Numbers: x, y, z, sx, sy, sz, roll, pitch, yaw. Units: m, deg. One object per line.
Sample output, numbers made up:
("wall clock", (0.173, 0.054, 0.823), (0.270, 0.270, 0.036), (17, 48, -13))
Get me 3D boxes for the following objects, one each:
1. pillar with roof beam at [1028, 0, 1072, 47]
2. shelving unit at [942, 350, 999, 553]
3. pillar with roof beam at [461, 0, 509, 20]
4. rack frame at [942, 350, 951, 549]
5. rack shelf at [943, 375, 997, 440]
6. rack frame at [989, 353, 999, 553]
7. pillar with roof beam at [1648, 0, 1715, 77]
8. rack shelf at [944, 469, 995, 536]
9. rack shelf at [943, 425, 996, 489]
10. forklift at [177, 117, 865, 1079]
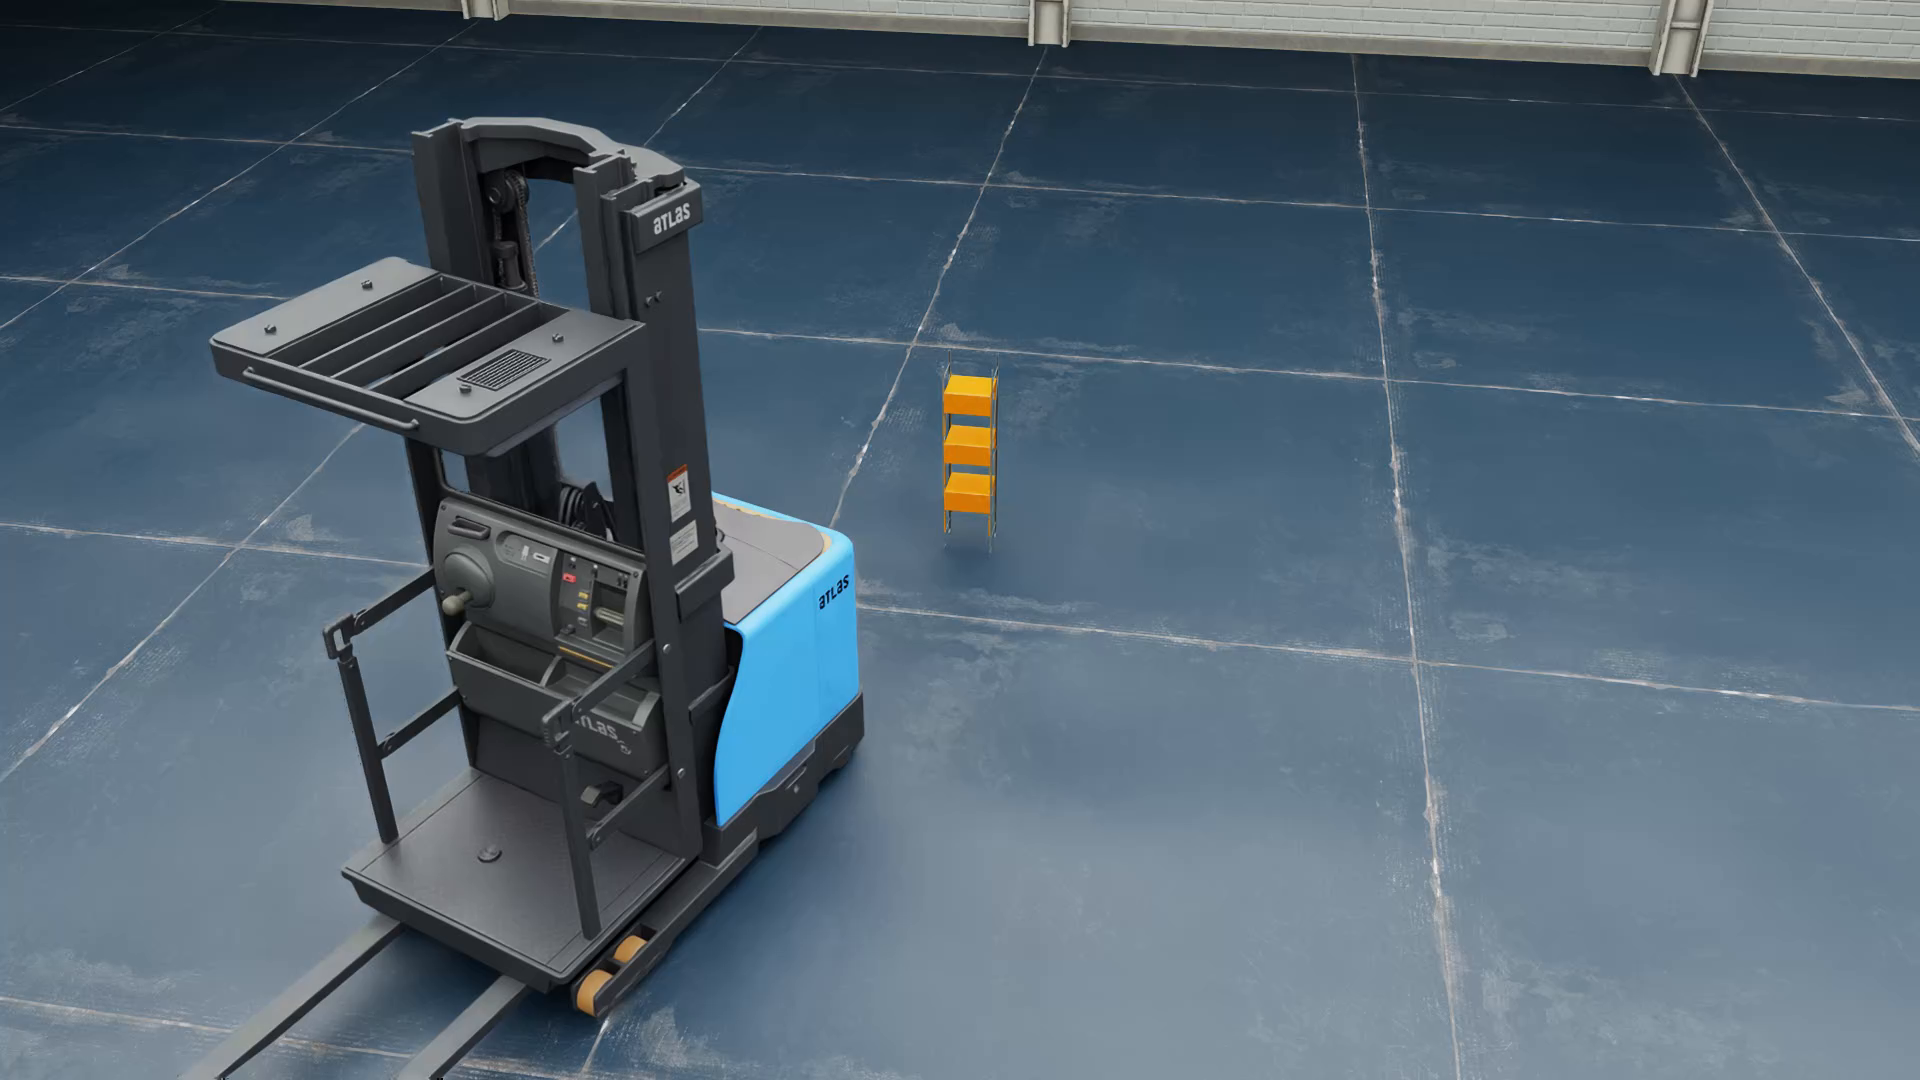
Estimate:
("pillar with roof beam", (0.177, -6.585, 10.789), (0.400, 9.000, 9.100), (5, 32, 8))
("shelving unit", (0.053, -0.440, 8.464), (0.252, 1.050, 0.215), (5, 32, 8))
("pillar with roof beam", (-5.737, -7.121, 11.645), (0.400, 9.000, 9.100), (5, 32, 8))
("rack frame", (-0.068, -0.451, 8.481), (0.008, 1.050, 0.200), (5, 32, 8))
("rack shelf", (0.053, -0.672, 8.319), (0.240, 0.259, 0.215), (5, 32, 8))
("rack frame", (0.173, -0.429, 8.446), (0.008, 1.050, 0.200), (5, 32, 8))
("pillar with roof beam", (6.091, -6.050, 9.934), (0.400, 9.000, 9.100), (5, 32, 8))
("rack shelf", (0.053, -0.196, 8.617), (0.240, 0.259, 0.215), (5, 32, 8))
("rack shelf", (0.053, -0.431, 8.469), (0.240, 0.259, 0.215), (5, 32, 8))
("forklift", (-1.590, 0.199, 5.670), (1.130, 2.935, 3.031), (17, 36, 25))
